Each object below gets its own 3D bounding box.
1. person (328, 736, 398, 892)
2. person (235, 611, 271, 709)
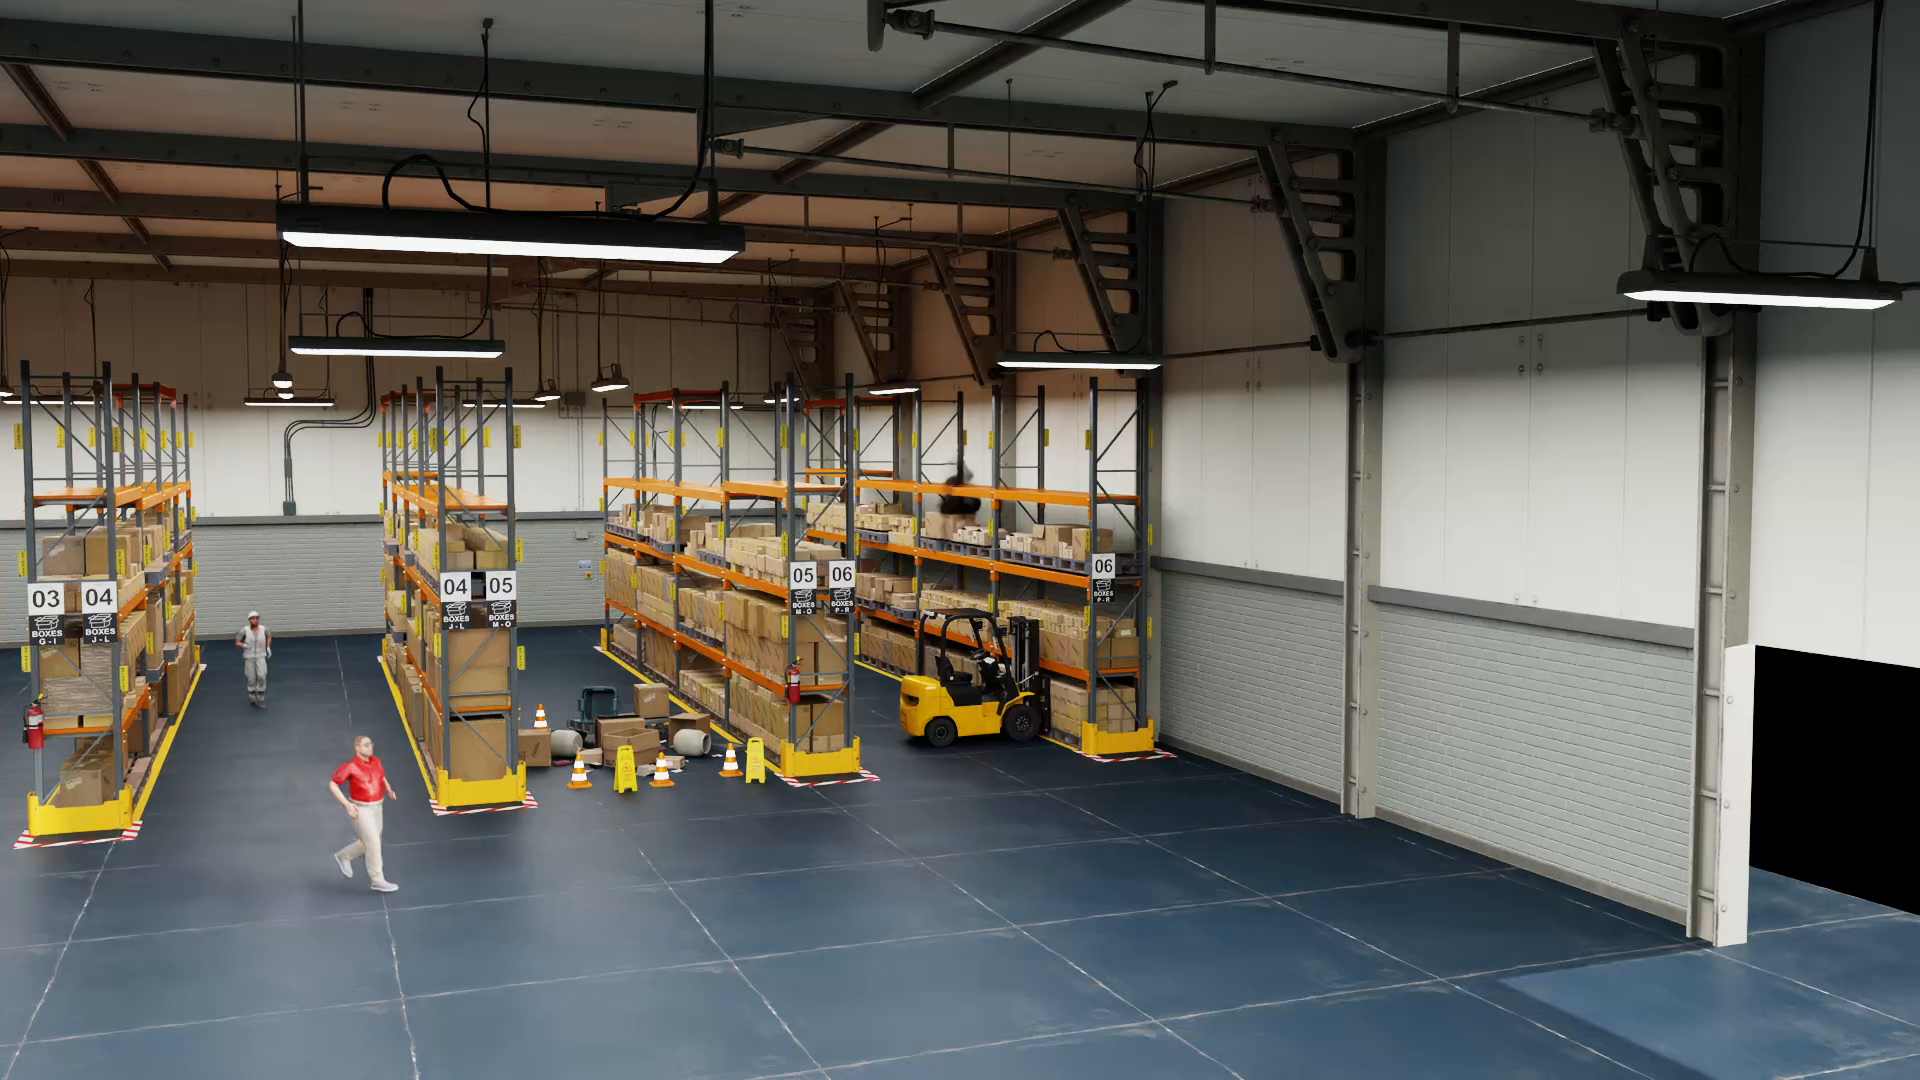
[{"bbox_3d":[-6.632,3.024,18.516,0.886,1.702,0.691,1,4,21],"label":"person"},{"bbox_3d":[-13.204,2.251,31.101,0.638,1.837,0.766,-2,4,-26],"label":"person"}]
